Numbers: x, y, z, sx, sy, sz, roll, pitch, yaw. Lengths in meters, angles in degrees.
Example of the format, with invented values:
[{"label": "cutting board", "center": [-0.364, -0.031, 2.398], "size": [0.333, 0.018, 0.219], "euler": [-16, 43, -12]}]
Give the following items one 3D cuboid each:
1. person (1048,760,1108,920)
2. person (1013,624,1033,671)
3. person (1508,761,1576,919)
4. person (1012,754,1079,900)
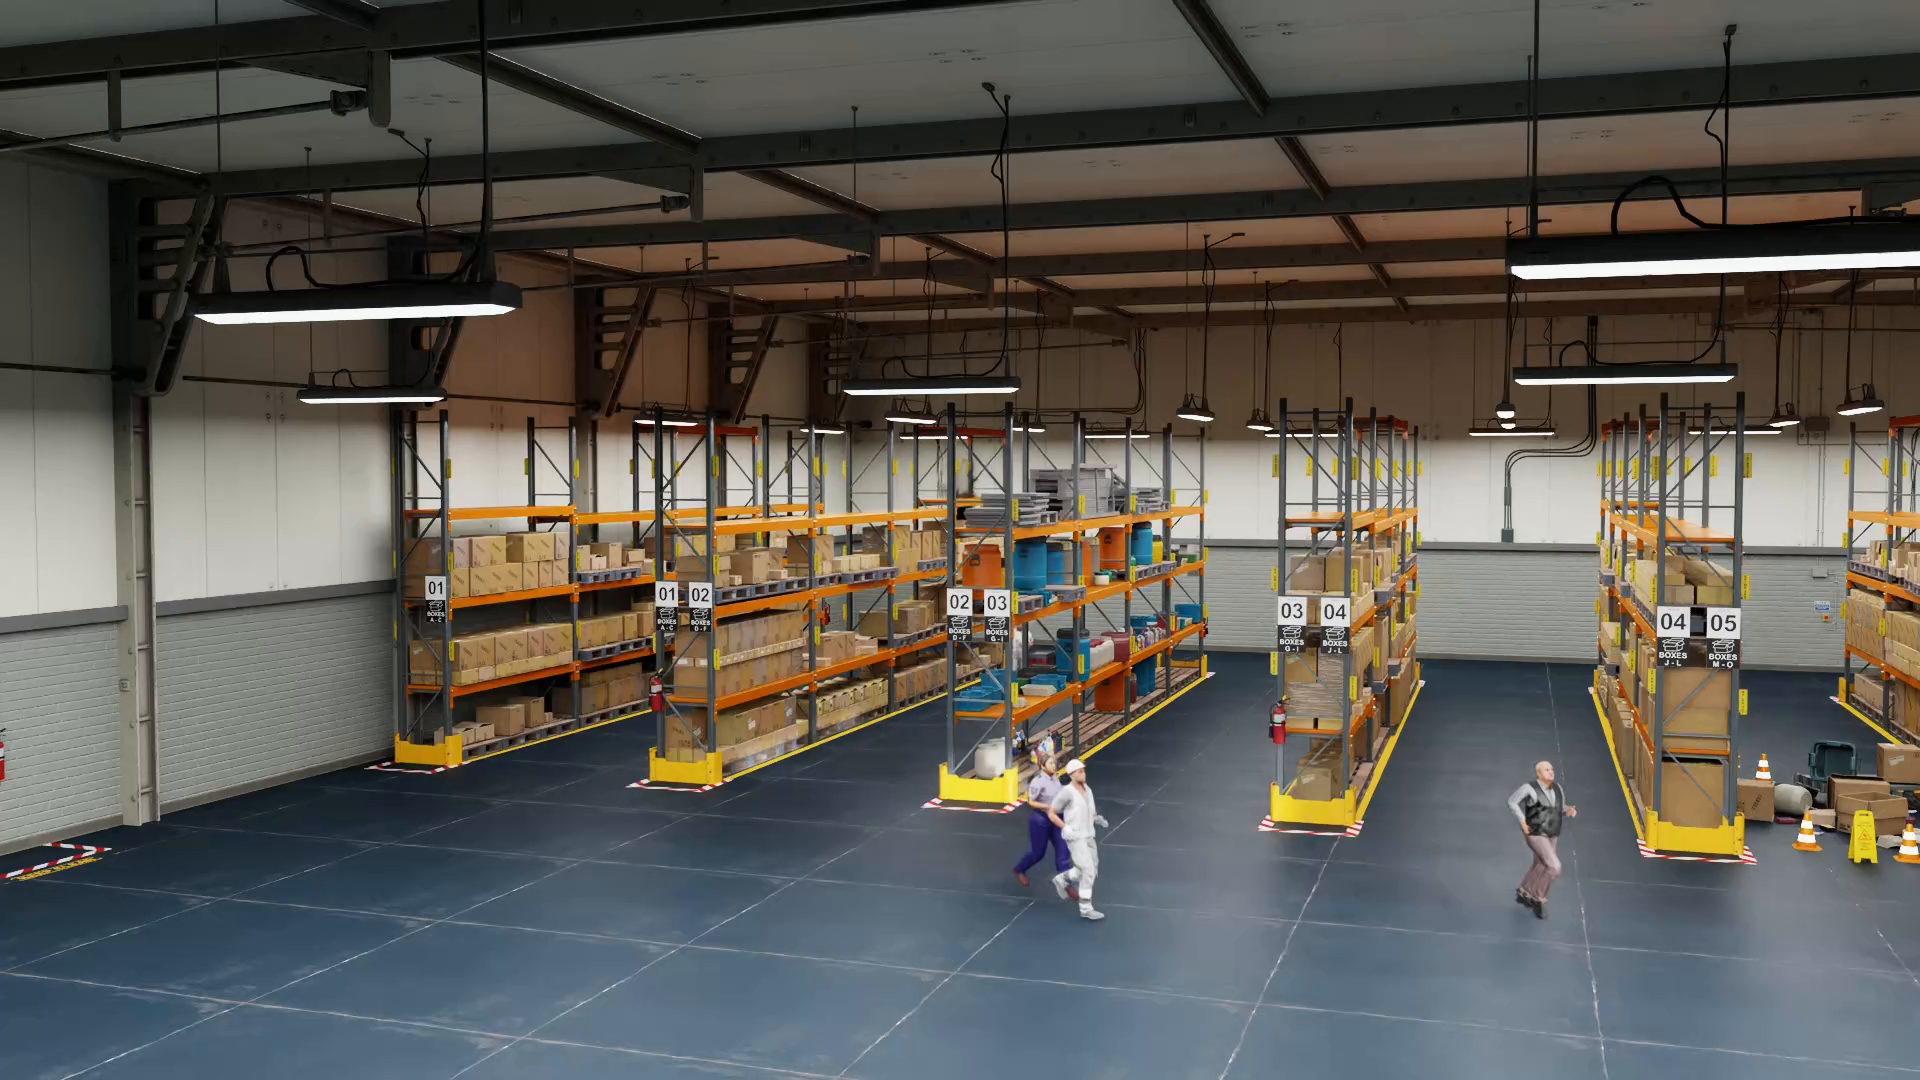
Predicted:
[{"label": "person", "center": [1.298, 3.329, 18.600], "size": [0.786, 1.750, 0.663], "euler": [2, 3, 42]}, {"label": "person", "center": [1.273, 2.575, 36.181], "size": [0.632, 1.853, 0.775], "euler": [0, 2, 4]}, {"label": "person", "center": [6.563, 3.358, 18.668], "size": [0.627, 1.765, 0.739], "euler": [-1, 3, -30]}, {"label": "person", "center": [1.003, 3.335, 19.489], "size": [0.609, 1.642, 0.940], "euler": [-2, 3, -45]}]
